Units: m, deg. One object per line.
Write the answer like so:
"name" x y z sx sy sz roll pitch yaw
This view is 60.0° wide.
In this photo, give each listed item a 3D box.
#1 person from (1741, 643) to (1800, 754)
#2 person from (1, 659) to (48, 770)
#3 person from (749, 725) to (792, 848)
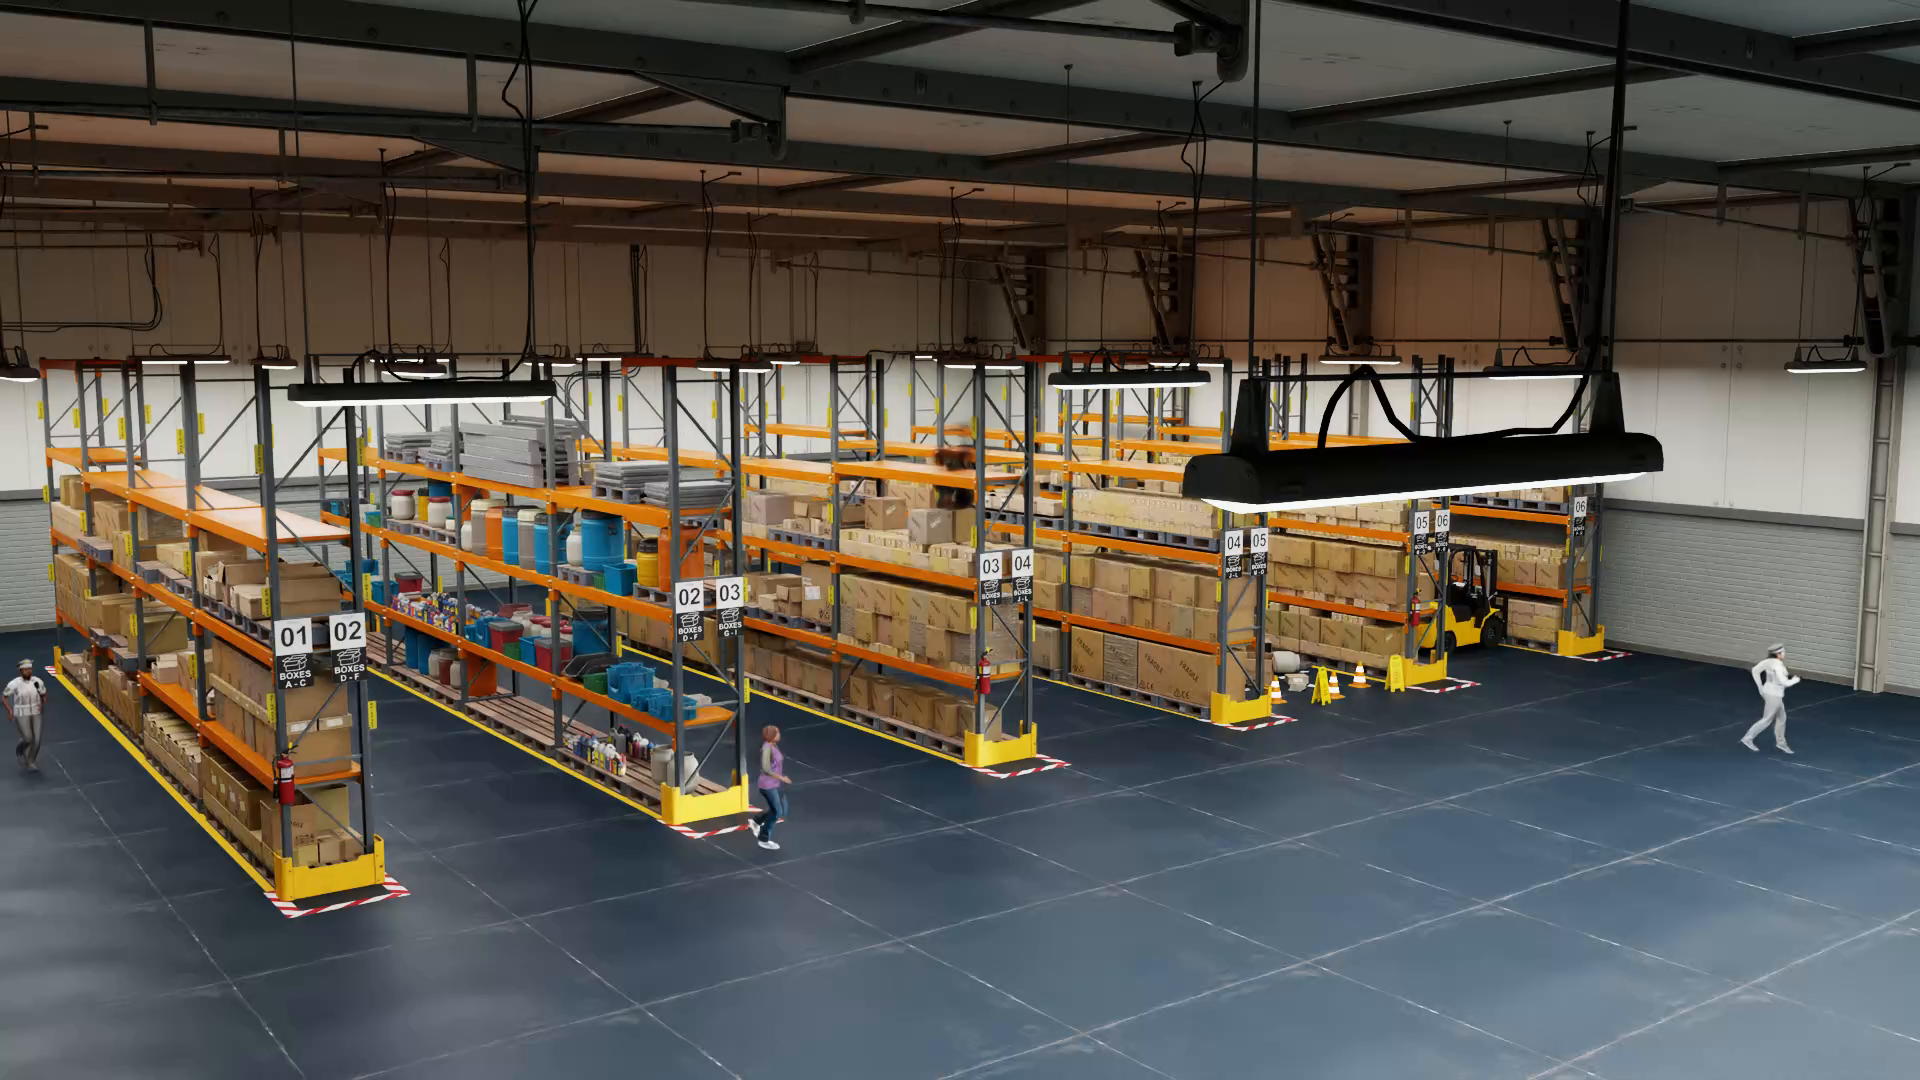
"person" 12.421 2.432 25.468 0.790 1.742 0.612 1 7 10
"person" -13.702 2.577 24.472 0.548 1.660 0.574 6 9 43
"person" -2.377 3.082 20.828 0.572 1.570 0.584 0 7 2
